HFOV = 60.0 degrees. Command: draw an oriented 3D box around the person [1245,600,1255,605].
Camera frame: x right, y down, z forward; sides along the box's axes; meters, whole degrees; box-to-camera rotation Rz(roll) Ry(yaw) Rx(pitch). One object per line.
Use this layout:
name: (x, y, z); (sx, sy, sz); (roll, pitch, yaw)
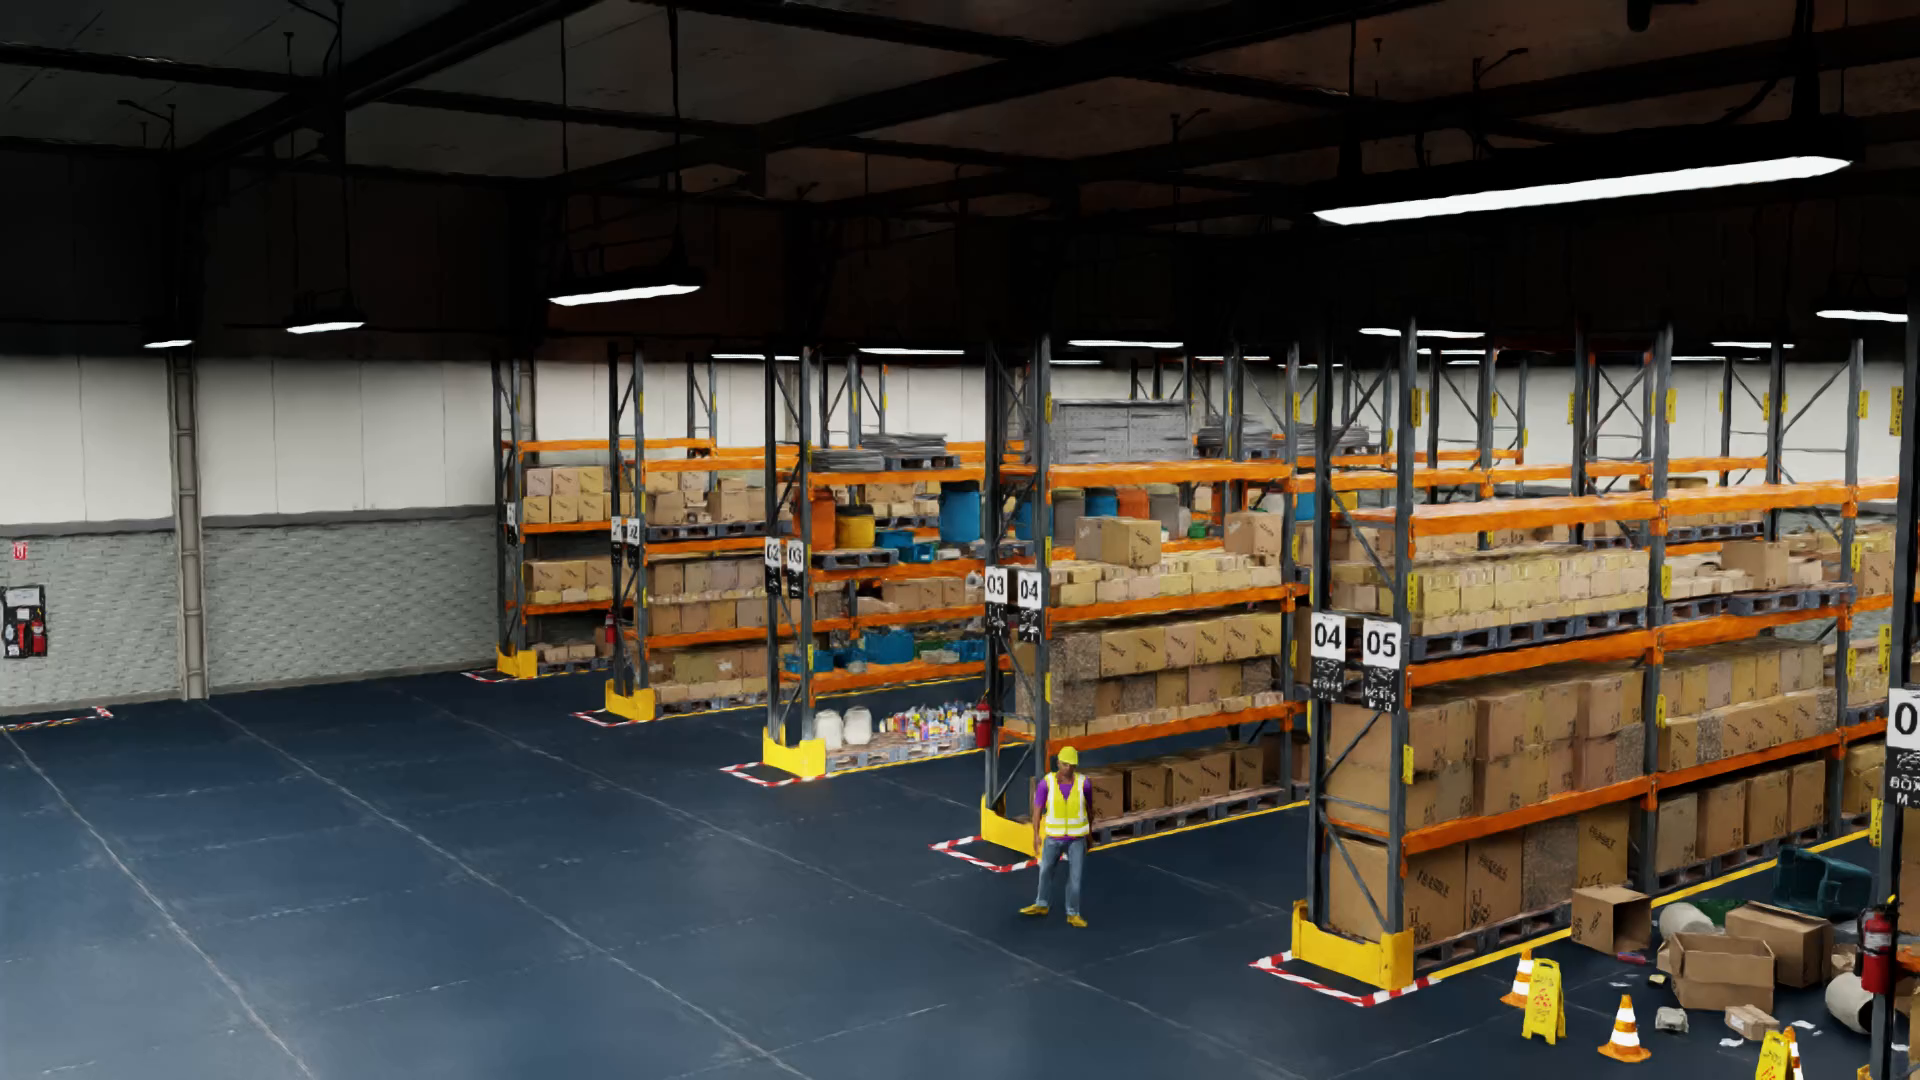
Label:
person: (5.948, 1.428, 33.475); (1.000, 1.589, 0.493); (-4, 6, -38)

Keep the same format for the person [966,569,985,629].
person: (0.301, 1.268, 34.200); (0.444, 1.786, 0.598); (3, 6, 27)

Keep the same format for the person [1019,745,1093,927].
person: (0.933, 2.865, 16.239); (0.727, 1.765, 0.480); (1, 5, 6)
